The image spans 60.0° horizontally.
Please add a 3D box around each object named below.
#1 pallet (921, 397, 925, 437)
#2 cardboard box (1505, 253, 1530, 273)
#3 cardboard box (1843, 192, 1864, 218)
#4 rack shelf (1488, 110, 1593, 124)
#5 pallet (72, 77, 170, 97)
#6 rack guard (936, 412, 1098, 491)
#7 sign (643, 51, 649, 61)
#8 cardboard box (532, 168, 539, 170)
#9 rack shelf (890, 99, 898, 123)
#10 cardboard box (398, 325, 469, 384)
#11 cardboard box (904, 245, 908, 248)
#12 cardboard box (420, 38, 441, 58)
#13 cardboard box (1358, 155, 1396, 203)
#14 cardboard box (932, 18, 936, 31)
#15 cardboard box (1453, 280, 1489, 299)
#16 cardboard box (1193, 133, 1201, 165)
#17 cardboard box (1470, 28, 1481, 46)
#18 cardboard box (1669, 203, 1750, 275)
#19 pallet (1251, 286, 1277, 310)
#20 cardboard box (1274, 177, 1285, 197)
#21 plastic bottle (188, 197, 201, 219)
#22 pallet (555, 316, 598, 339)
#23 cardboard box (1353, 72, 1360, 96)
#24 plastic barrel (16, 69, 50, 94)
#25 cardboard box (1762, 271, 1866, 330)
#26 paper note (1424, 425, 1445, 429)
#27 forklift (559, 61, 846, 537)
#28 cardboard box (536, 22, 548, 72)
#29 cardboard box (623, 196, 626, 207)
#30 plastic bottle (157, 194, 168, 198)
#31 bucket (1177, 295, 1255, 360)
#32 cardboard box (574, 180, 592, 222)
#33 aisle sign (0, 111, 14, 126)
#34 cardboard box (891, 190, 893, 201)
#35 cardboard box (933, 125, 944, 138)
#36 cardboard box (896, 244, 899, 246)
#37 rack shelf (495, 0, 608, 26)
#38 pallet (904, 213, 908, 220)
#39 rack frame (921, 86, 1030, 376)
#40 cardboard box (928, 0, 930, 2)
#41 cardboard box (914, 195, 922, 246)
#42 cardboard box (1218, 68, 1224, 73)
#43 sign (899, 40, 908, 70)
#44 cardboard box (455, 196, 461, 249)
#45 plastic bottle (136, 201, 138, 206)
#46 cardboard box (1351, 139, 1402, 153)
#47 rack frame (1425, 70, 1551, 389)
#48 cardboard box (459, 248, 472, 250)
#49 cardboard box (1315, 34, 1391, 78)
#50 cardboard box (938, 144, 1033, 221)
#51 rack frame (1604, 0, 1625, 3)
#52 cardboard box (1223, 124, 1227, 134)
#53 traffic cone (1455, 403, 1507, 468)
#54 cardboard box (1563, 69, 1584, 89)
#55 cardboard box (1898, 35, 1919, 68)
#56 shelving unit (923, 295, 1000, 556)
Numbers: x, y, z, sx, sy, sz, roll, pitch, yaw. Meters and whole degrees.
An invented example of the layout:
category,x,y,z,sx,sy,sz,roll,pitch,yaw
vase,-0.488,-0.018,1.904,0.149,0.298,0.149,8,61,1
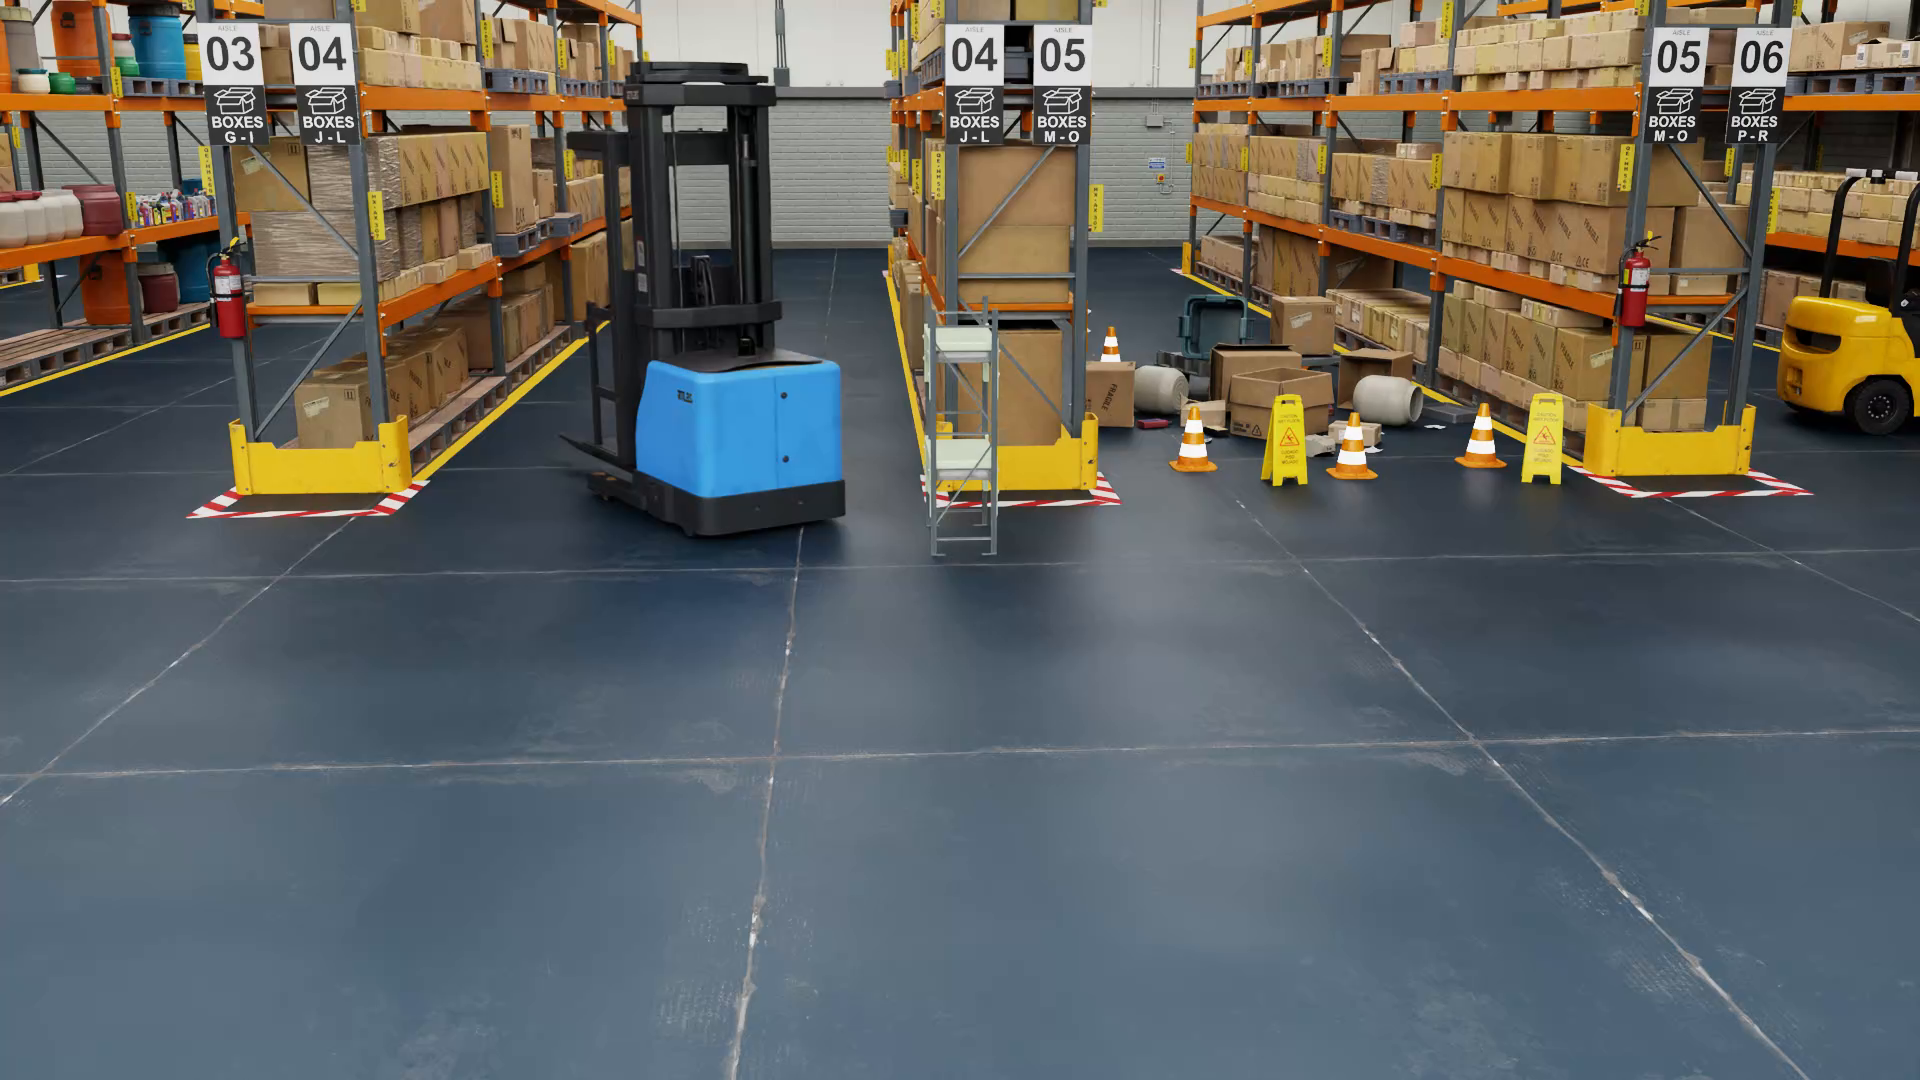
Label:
category,x,y,z,sx,sy,sz,roll,pitch,yaw
pallet,0.195,-1.006,14.013,1.003,0.211,1.213,-1,14,-3
cardboard box,4.894,-2.367,14.211,0.380,0.149,0.250,-1,14,-4
cardboard box,9.685,-3.573,17.691,0.500,0.250,0.500,-1,14,-2
rack shelf,9.416,-6.622,25.666,1.077,0.370,4.000,-1,14,-3
pallet,-9.951,-5.271,19.352,1.003,0.211,1.213,-1,14,-3
rack guard,0.396,-0.640,12.010,1.175,0.500,0.348,-1,14,-3
sign,-5.011,-7.632,26.532,0.100,0.325,0.005,-1,14,-3
cardboard box,-4.984,-3.913,18.670,0.500,0.500,0.500,-3,15,-10
rack shelf,-0.472,-6.442,24.970,1.077,0.370,4.000,-1,14,-3
cardboard box,-4.825,-1.692,15.258,0.500,0.500,0.500,-1,14,-5
cardboard box,-0.463,-3.620,21.245,0.500,0.250,0.500,-1,14,-2
cardboard box,-4.414,-3.969,13.413,0.380,0.149,0.250,0,14,-1
cardboard box,4.709,-3.966,18.282,0.500,0.500,0.500,-1,14,-2
cardboard box,0.056,-3.874,12.204,0.500,0.250,0.500,-1,14,-3
cardboard box,4.796,-2.319,15.387,0.380,0.149,0.250,-1,14,-3
cardboard box,4.083,-6.346,26.963,0.500,0.500,0.500,-1,14,-5
cardboard box,4.820,-4.522,14.967,0.380,0.149,0.250,0,14,-2
cardboard box,5.577,-2.272,12.541,0.500,0.500,0.500,-1,14,-4
pallet,4.709,-3.401,23.321,1.003,0.211,1.213,-1,14,-3
cardboard box,4.430,-4.617,21.749,0.500,0.250,0.500,-1,14,-5
plastic bottle,-9.825,-4.252,21.282,0.152,0.276,0.135,-1,14,-3
pallet,-5.031,-2.641,20.368,1.003,0.211,1.213,-1,14,-3
cardboard box,4.699,-5.191,18.930,0.396,0.266,0.258,-1,14,-3
plastic barrel,-9.689,-4.791,17.385,0.301,0.262,0.301,0,14,0
cardboard box,9.861,-2.761,19.159,0.875,0.625,0.625,0,14,-2
paper note,4.078,-0.978,14.265,0.142,0.019,0.148,-6,16,-23
forklift,-1.980,-1.752,11.455,1.130,2.935,3.031,-9,17,-32
cardboard box,-4.736,-5.296,17.865,0.500,0.500,0.500,-1,14,-4
cardboard box,-5.025,-4.877,23.966,0.380,0.149,0.250,0,14,-2
plastic bottle,-10.578,-4.441,22.015,0.152,0.276,0.135,-1,14,-3
bucket,2.457,-2.004,15.813,0.726,0.611,0.620,4,5,16
cardboard box,-4.885,-4.224,20.721,0.500,0.500,0.500,-1,14,-4
aisle sign,-15.139,-6.913,26.157,0.394,0.787,0.004,-1,14,-3
cardboard box,-0.684,-4.430,21.386,0.380,0.149,0.250,-2,15,-6
cardboard box,-0.133,-5.633,23.597,0.500,0.500,0.500,-1,14,-2
cardboard box,-0.802,-4.484,25.618,0.380,0.149,0.250,-1,14,-3
rack shelf,-5.181,-6.655,20.579,1.077,0.370,4.000,-1,14,-3
pallet,-0.264,-4.245,21.389,1.003,0.211,1.213,-1,14,-3
rack frame,0.147,-2.851,15.588,1.000,3.000,0.127,-1,14,-3
cardboard box,-0.059,-4.283,12.994,0.380,0.149,0.250,-1,14,-3
cardboard box,-0.215,-3.277,17.040,0.500,0.500,0.500,-1,14,-3
cardboard box,4.456,-7.458,26.732,0.500,0.250,0.500,-2,15,-9
sign,-0.642,-5.541,18.985,0.100,0.325,0.005,-1,14,-3
cardboard box,-4.848,-2.754,14.414,0.875,0.500,0.500,-1,14,-3
plastic bottle,-10.393,-4.166,20.957,0.097,0.271,0.097,0,14,0
cardboard box,5.047,-4.607,20.203,0.500,0.500,0.500,-1,14,-5
rack frame,5.081,-2.953,15.982,1.000,3.000,0.127,-1,14,-3
cardboard box,-4.541,-2.504,14.741,0.380,0.149,0.250,-1,14,-3
cardboard box,4.660,-5.745,19.765,0.797,0.503,0.637,-2,15,-7
cardboard box,0.284,-2.680,12.455,0.875,0.550,0.550,-1,14,-3
rack frame,9.540,-7.925,23.269,1.000,3.000,0.127,-1,14,-3
cardboard box,4.203,-6.241,25.252,0.380,0.149,0.250,-1,14,-3
traffic cone,4.015,-0.816,12.770,0.336,0.463,0.334,-1,14,-3
cardboard box,4.985,-3.627,13.086,0.380,0.149,0.250,-1,14,-4
cardboard box,9.747,-4.868,16.541,0.500,0.311,0.500,-1,14,-5
shelving unit,0.000,-0.725,10.333,0.431,1.500,0.755,-1,14,-3
